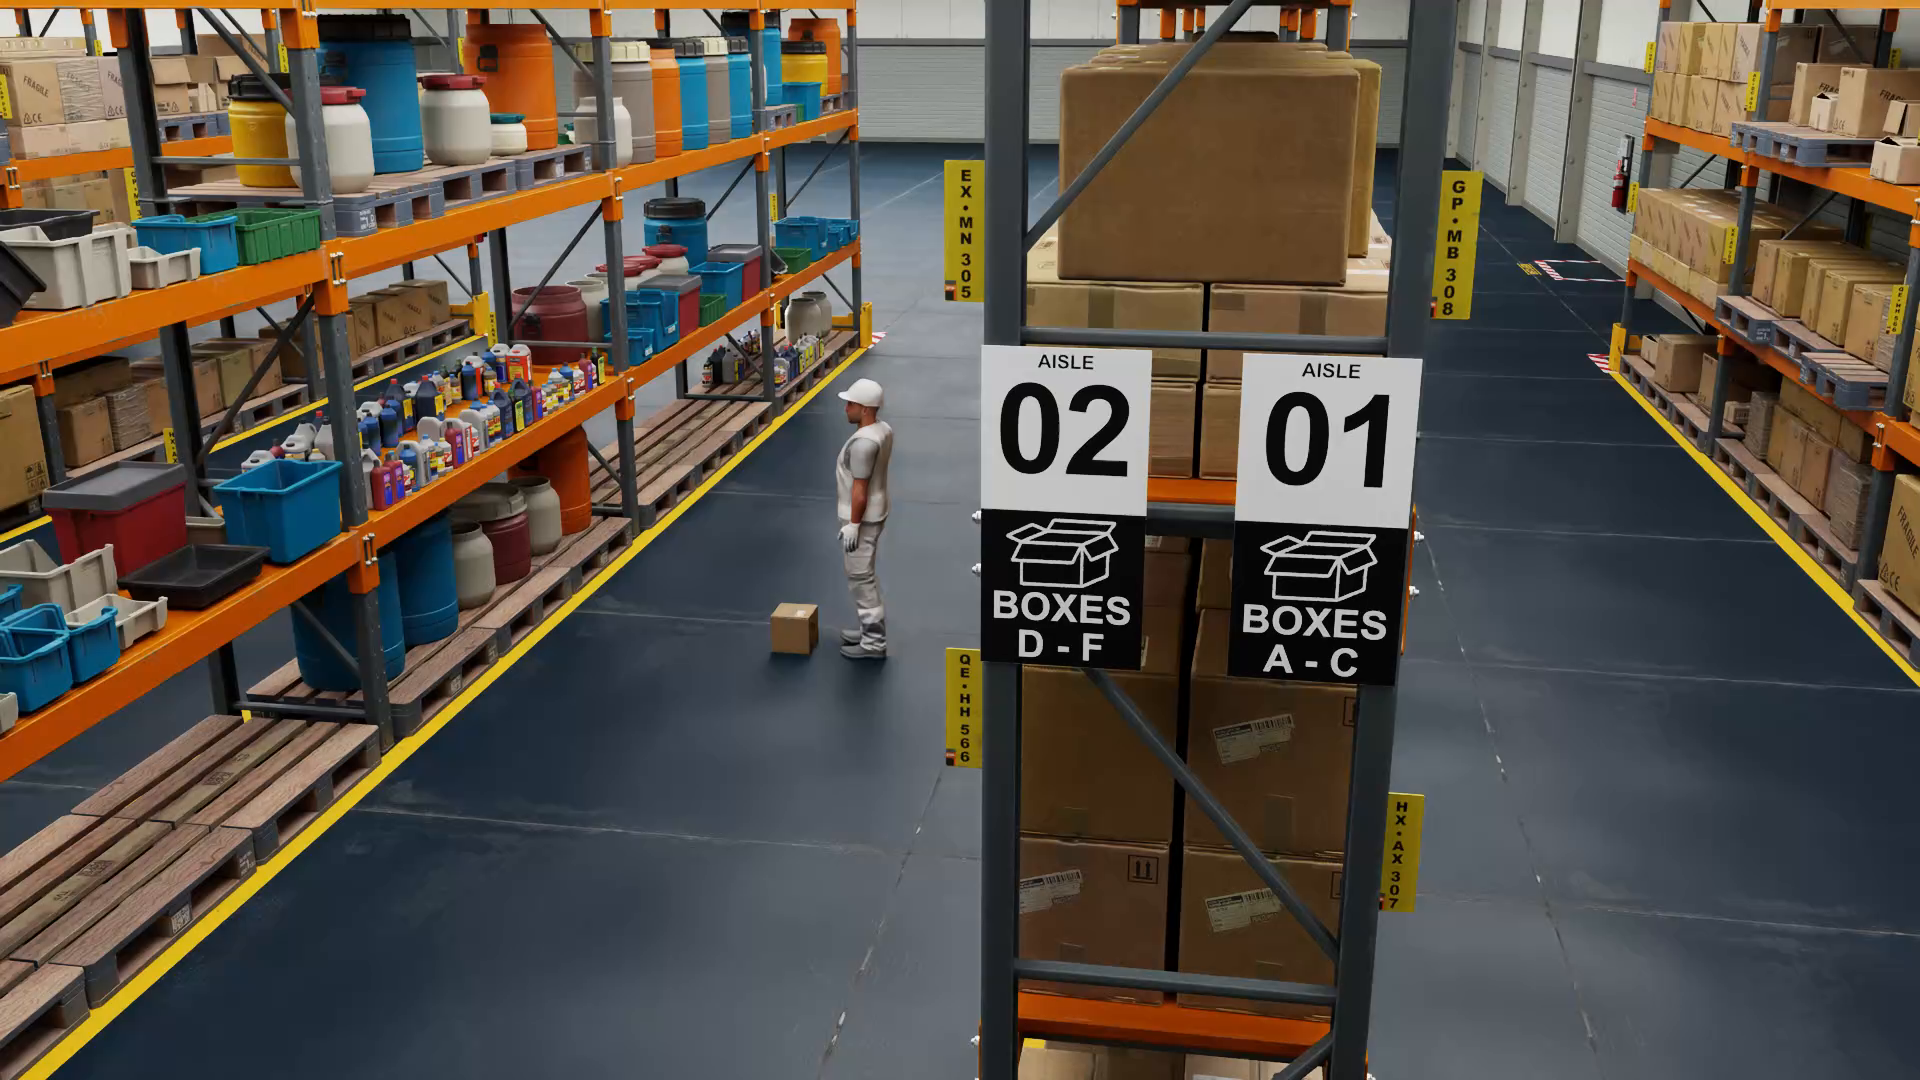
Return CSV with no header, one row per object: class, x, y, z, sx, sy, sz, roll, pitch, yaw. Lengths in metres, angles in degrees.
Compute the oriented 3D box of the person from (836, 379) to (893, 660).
person,-0.622,-0.131,10.434,0.378,1.790,0.522,3,18,10
